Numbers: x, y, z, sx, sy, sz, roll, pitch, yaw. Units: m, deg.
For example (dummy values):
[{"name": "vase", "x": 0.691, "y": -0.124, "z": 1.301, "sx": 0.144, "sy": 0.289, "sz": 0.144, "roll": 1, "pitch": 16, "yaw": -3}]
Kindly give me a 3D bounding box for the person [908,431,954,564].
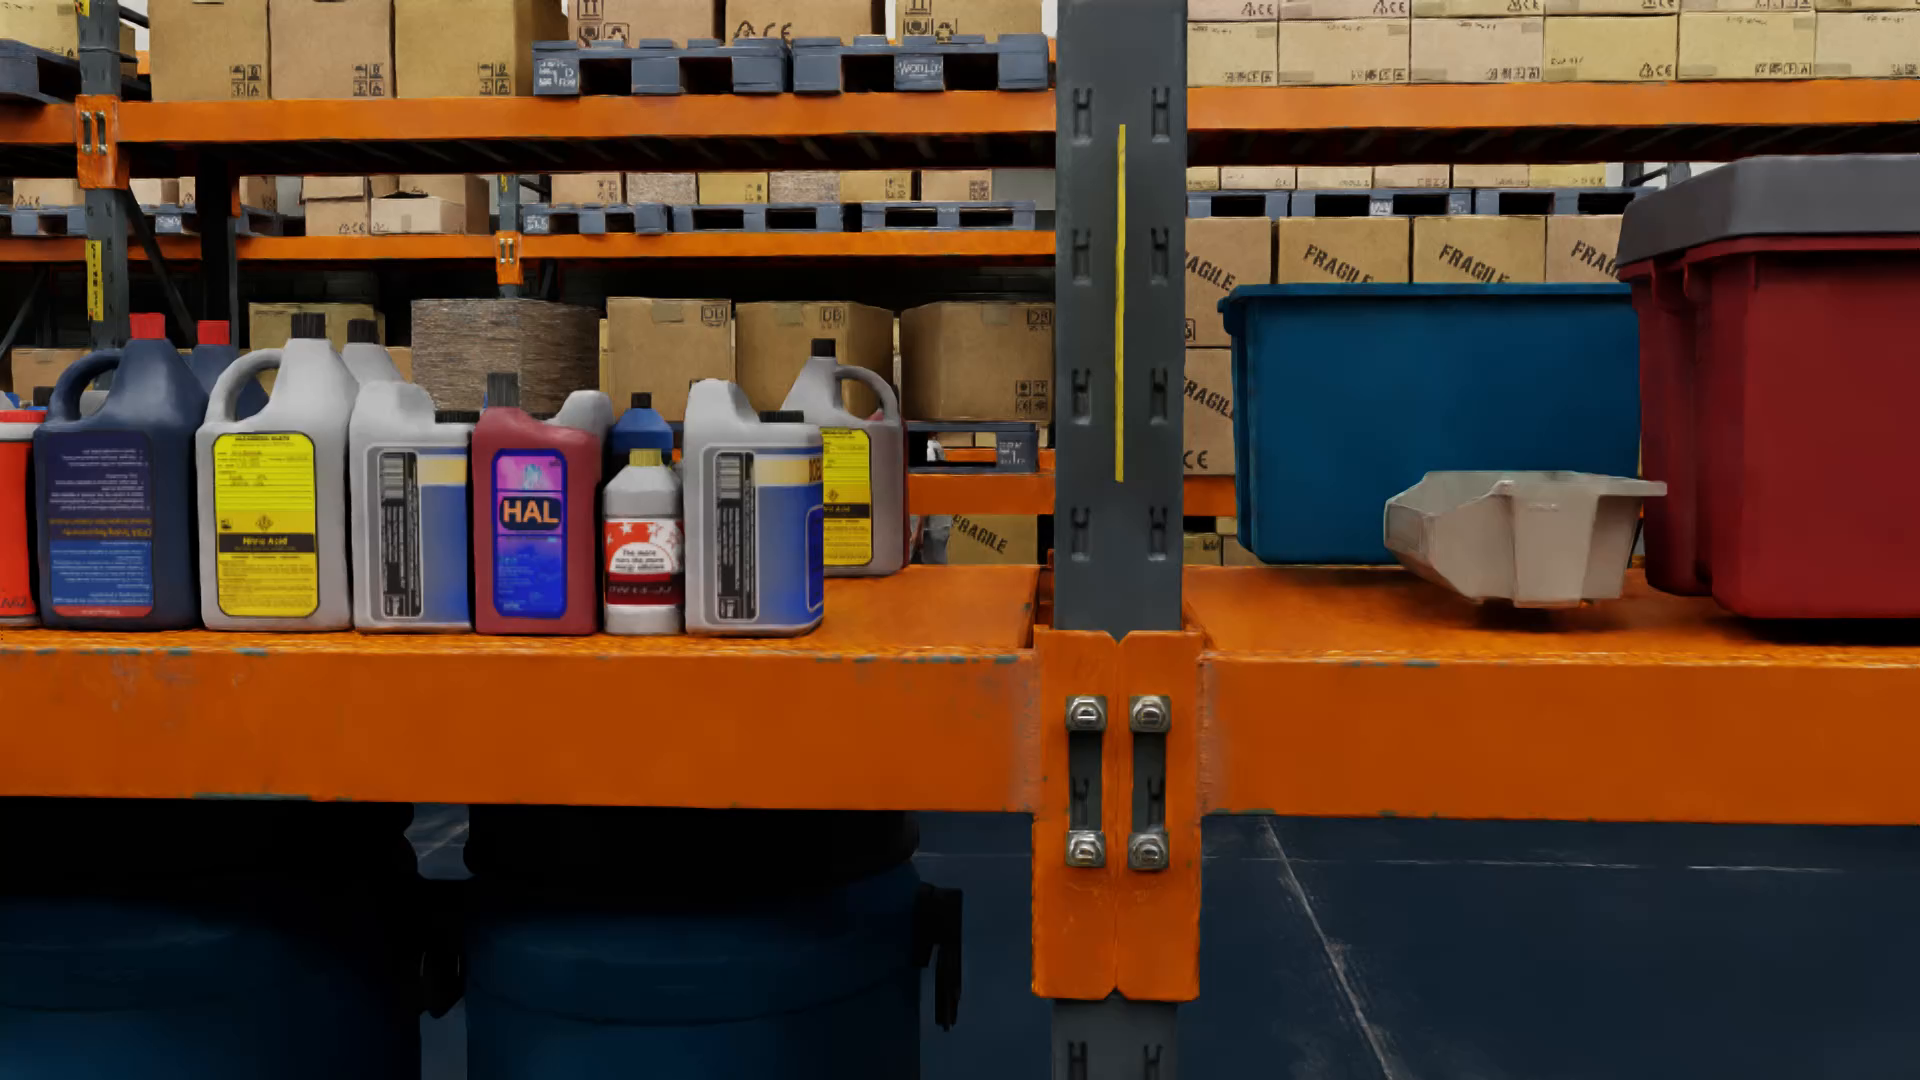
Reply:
[{"name": "person", "x": -0.244, "y": -0.054, "z": 10.556, "sx": 0.563, "sy": 1.611, "sz": 0.420, "roll": 0, "pitch": 4, "yaw": 1}]
